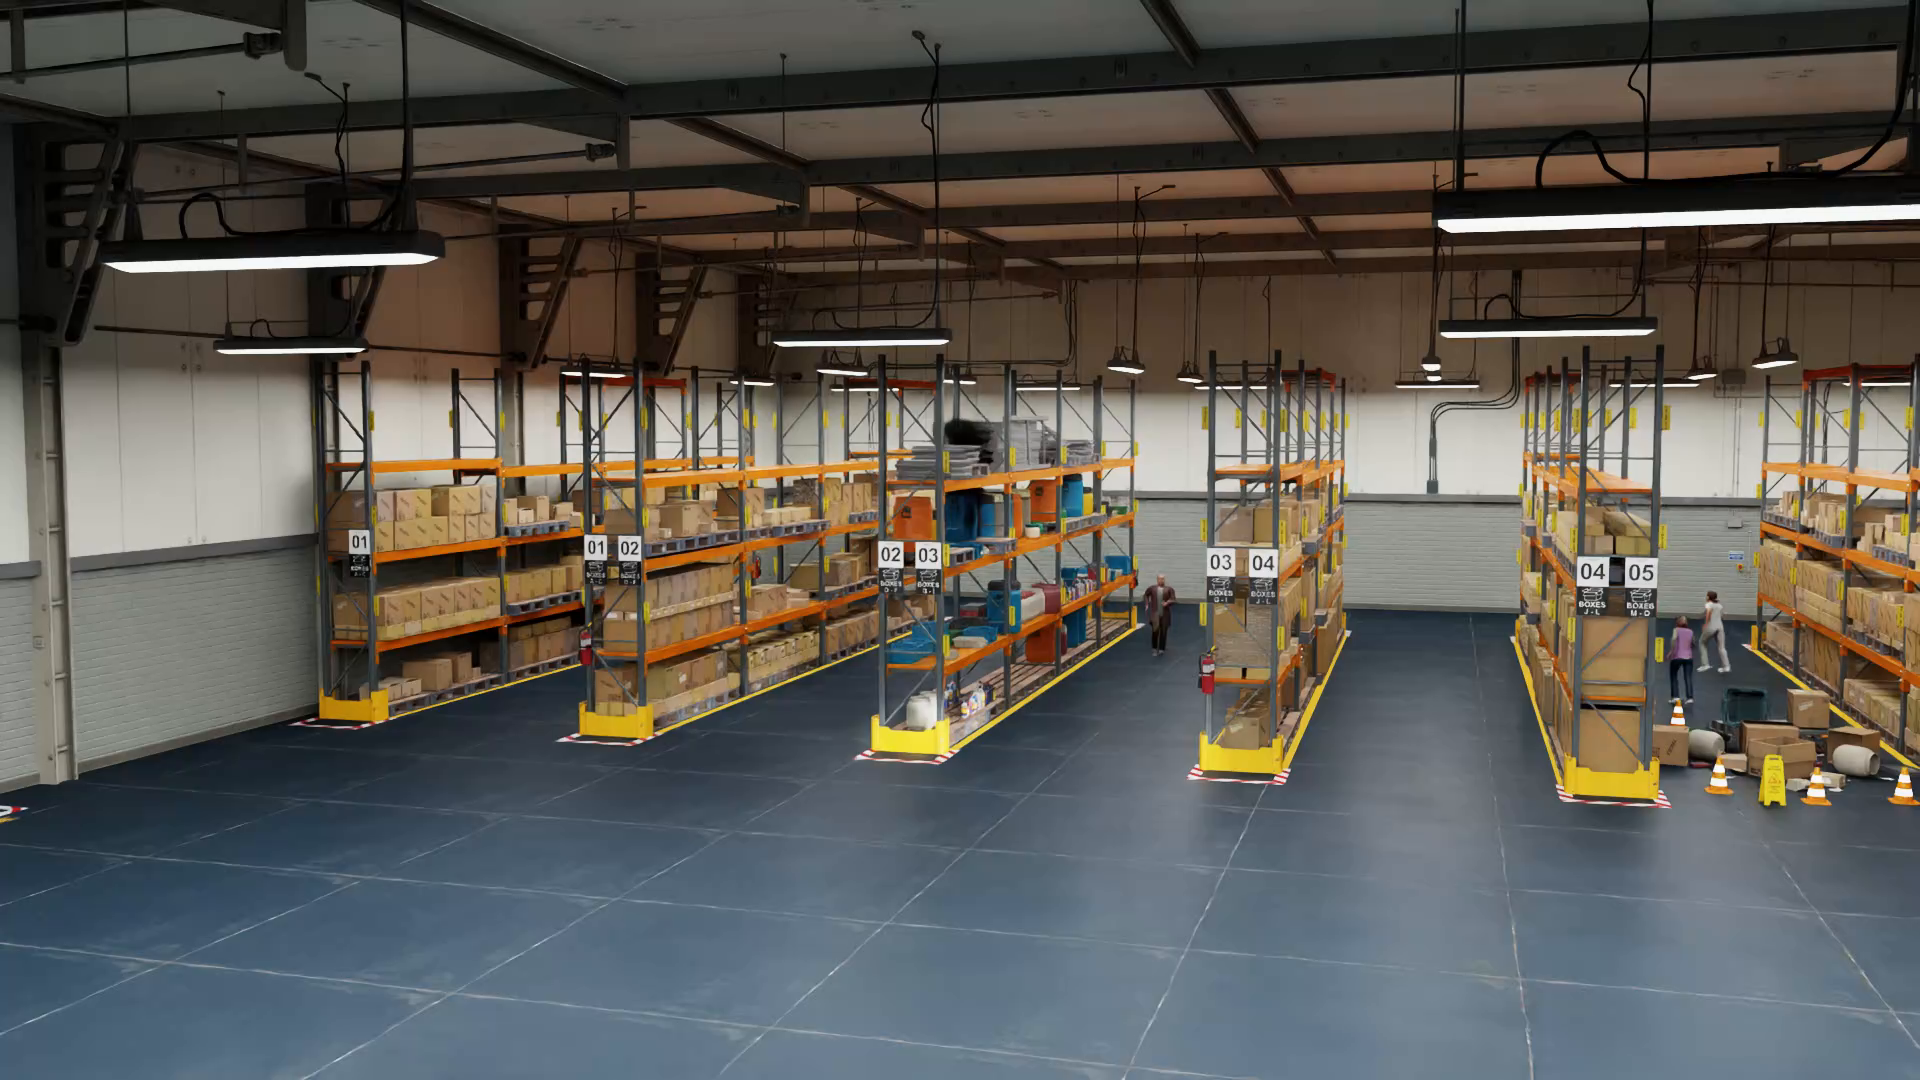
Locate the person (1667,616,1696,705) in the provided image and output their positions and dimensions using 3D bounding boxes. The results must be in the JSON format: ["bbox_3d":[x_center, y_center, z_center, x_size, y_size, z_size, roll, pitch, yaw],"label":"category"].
[{"bbox_3d":[12.705,2.133,29.257,0.533,1.567,0.905,1,4,9],"label":"person"}]

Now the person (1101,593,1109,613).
[{"bbox_3d":[3.618,1.219,41.722,0.841,1.627,0.728,-2,4,-25],"label":"person"}]

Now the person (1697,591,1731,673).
[{"bbox_3d":[14.957,1.838,32.978,0.561,1.637,0.950,0,4,-7],"label":"person"}]

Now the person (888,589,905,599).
[{"bbox_3d":[-1.747,1.022,43.214,0.871,1.842,0.674,2,4,23],"label":"person"}]

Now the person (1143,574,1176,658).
[{"bbox_3d":[4.232,1.604,35.190,0.678,1.785,0.748,0,4,4],"label":"person"}]
